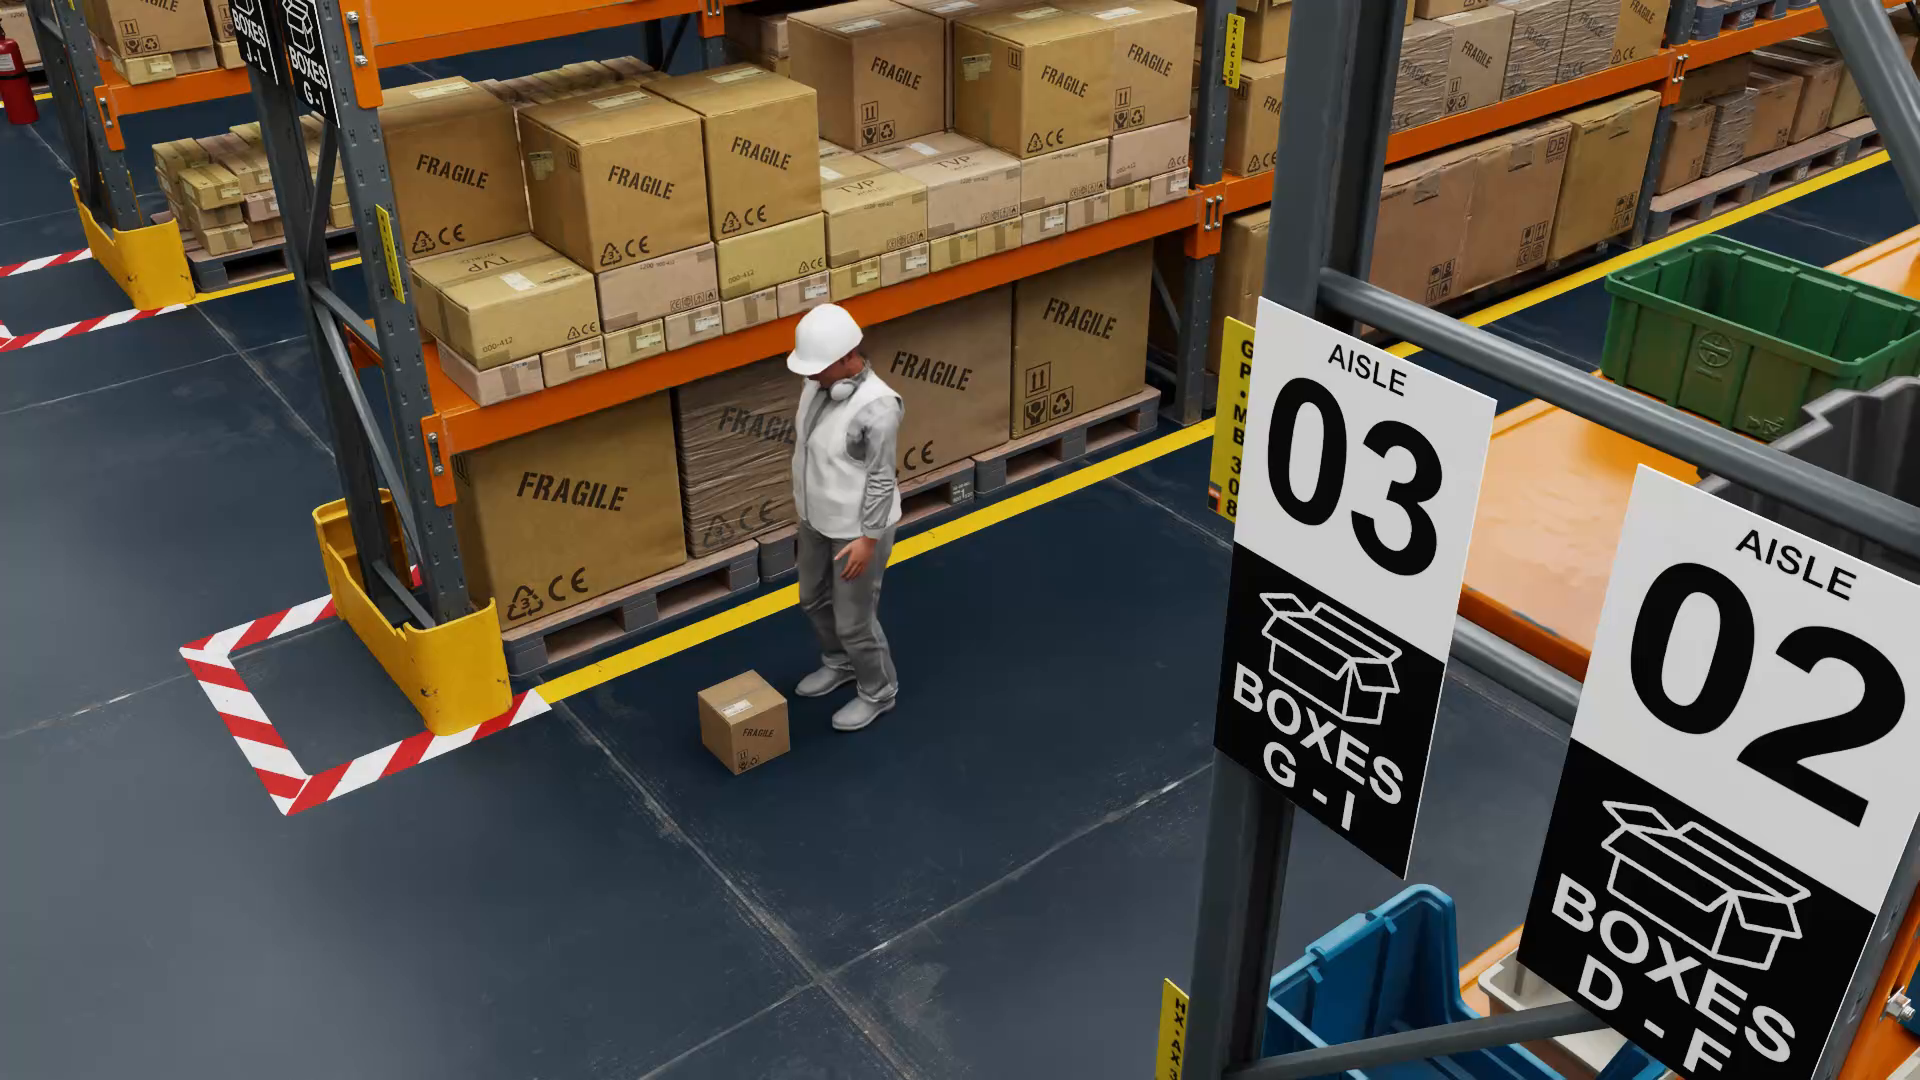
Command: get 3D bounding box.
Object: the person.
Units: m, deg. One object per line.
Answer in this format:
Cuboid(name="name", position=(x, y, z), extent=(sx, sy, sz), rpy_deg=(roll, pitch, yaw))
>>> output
Cuboid(name="person", position=(-0.505, 0.174, 6.340), extent=(0.842, 1.240, 0.578), rpy_deg=(-22, 38, -31))
